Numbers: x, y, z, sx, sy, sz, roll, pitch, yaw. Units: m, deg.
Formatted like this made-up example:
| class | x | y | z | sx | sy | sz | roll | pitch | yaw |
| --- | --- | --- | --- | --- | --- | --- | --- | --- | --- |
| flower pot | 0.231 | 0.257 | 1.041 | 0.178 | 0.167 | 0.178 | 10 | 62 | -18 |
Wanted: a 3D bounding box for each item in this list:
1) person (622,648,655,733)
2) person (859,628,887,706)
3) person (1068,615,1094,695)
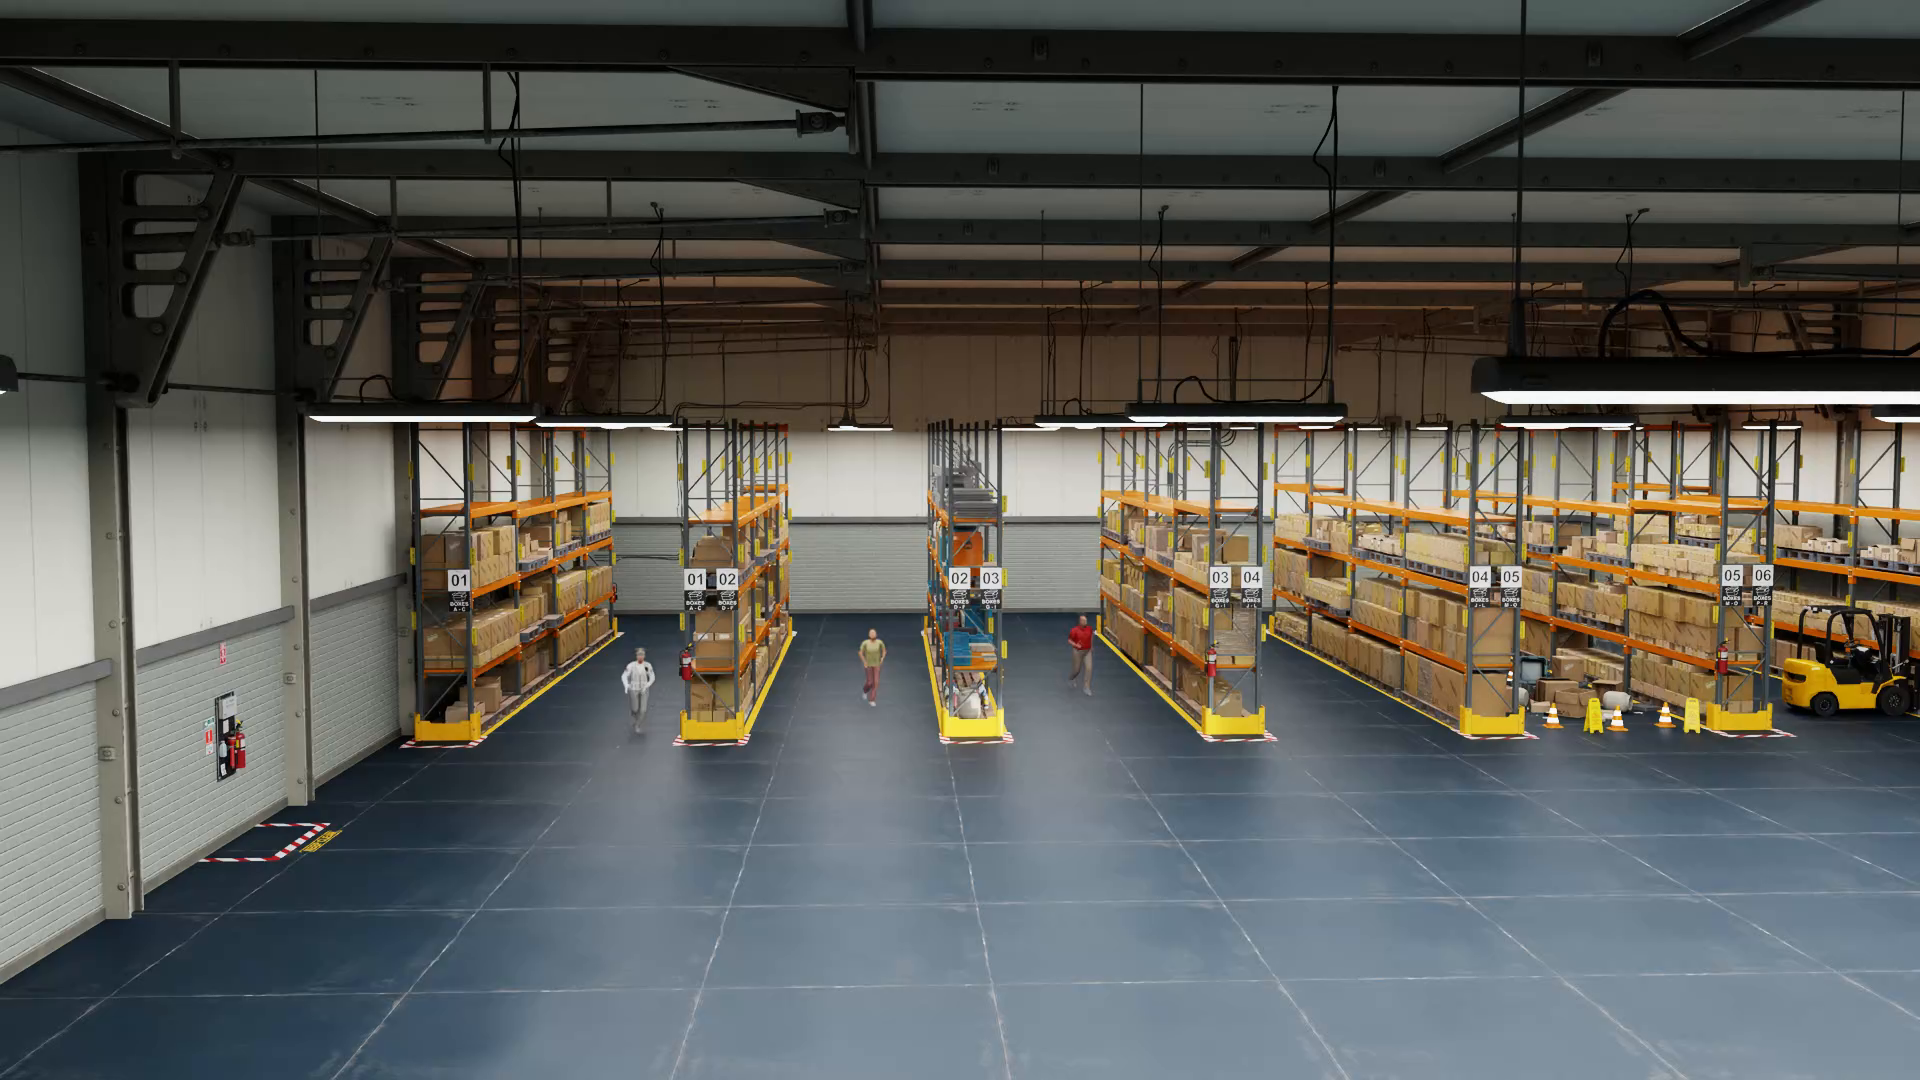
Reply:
| class | x | y | z | sx | sy | sz | roll | pitch | yaw |
| --- | --- | --- | --- | --- | --- | --- | --- | --- | --- |
| person | -6.138 | 2.865 | 31.830 | 0.612 | 1.630 | 0.521 | -1 | 4 | -21 |
| person | -1.829 | 2.668 | 35.101 | 0.574 | 1.638 | 0.585 | -1 | 4 | -11 |
| person | 2.675 | 2.512 | 36.764 | 0.647 | 1.719 | 0.943 | -1 | 4 | -17 |
